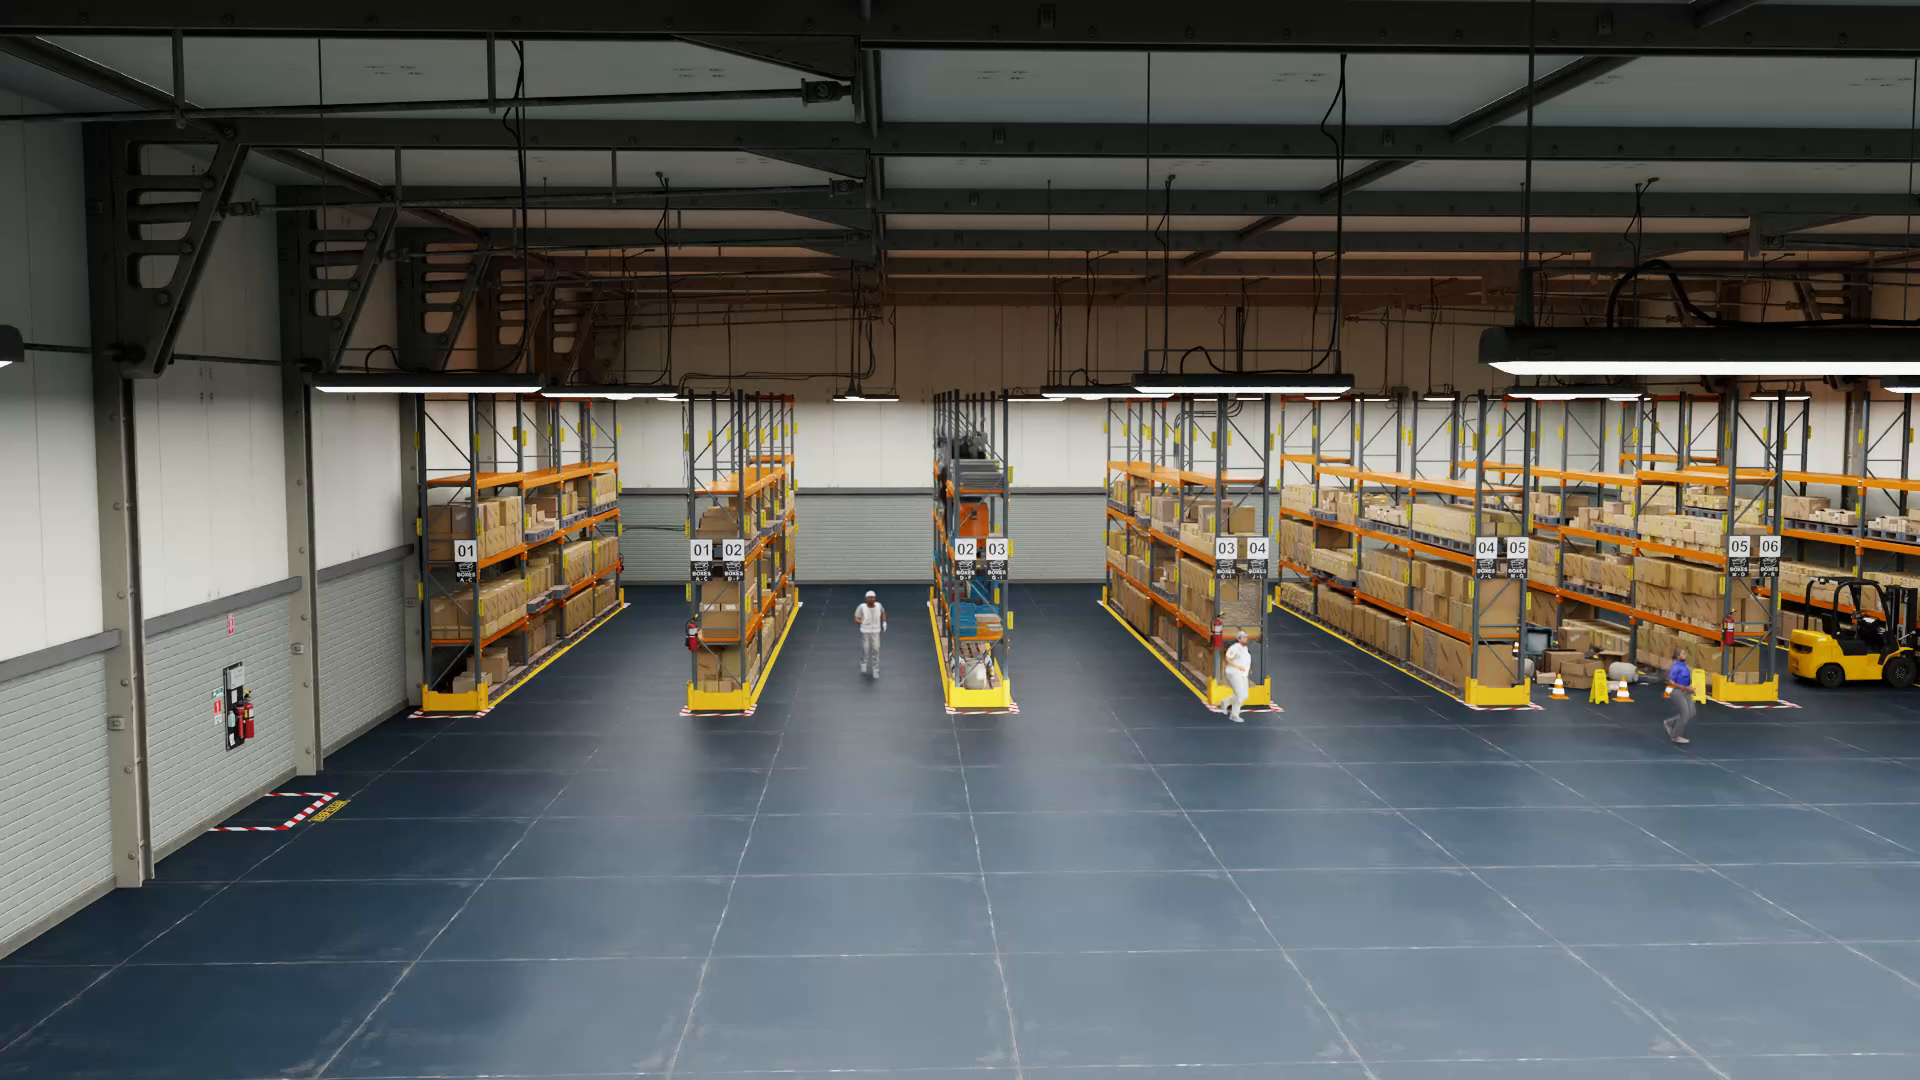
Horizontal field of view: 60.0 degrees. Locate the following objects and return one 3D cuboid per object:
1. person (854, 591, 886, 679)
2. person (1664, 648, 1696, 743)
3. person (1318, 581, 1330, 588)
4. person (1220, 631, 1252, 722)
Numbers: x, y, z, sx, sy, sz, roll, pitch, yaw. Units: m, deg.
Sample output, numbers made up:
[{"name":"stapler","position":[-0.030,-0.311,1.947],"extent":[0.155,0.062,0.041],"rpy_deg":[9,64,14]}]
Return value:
[{"name":"person","position":[-1.886,1.970,35.042],"extent":[0.706,1.819,0.864],"rpy_deg":[-1,5,-14]},{"name":"person","position":[12.196,2.624,28.150],"extent":[0.578,1.606,0.572],"rpy_deg":[4,6,43]},{"name":"person","position":[10.705,0.855,49.211],"extent":[0.585,1.730,0.703],"rpy_deg":[0,5,-1]},{"name":"person","position":[5.048,2.463,30.297],"extent":[0.573,1.618,0.640],"rpy_deg":[4,6,42]}]
